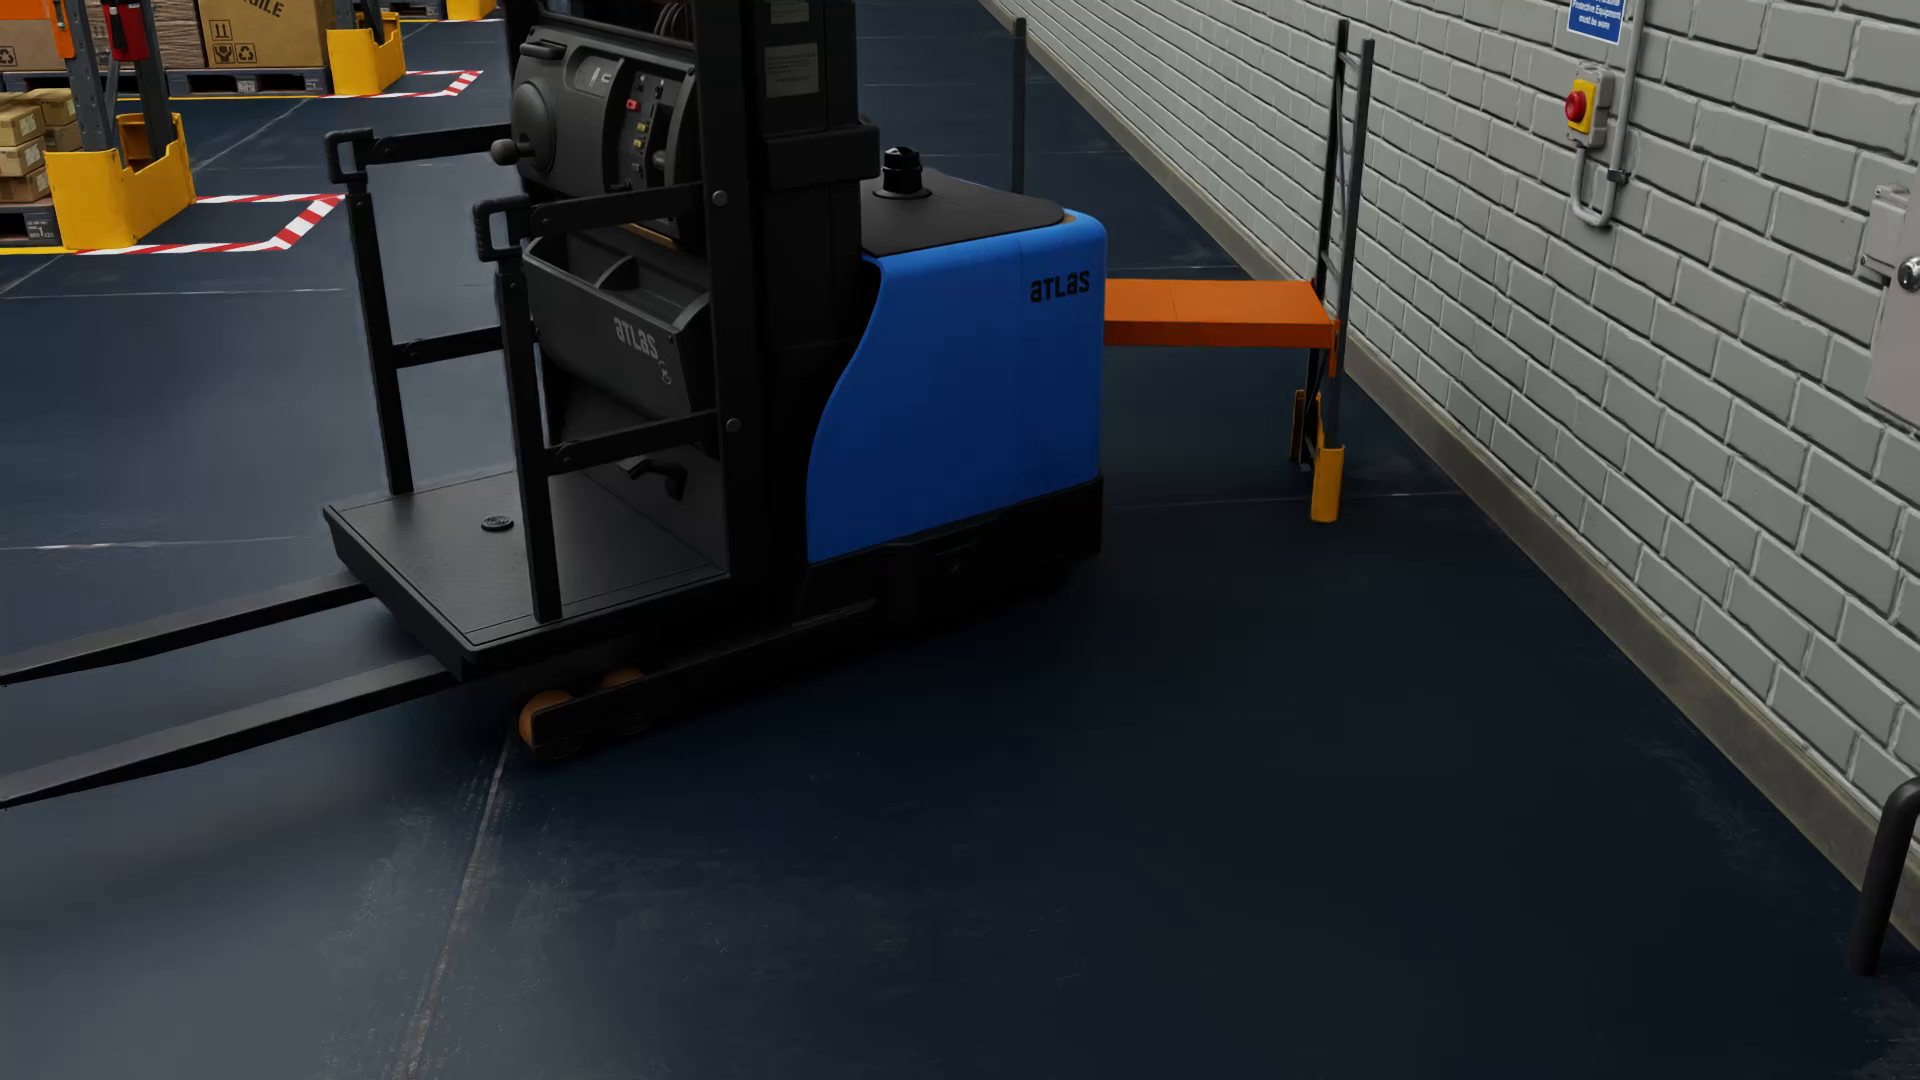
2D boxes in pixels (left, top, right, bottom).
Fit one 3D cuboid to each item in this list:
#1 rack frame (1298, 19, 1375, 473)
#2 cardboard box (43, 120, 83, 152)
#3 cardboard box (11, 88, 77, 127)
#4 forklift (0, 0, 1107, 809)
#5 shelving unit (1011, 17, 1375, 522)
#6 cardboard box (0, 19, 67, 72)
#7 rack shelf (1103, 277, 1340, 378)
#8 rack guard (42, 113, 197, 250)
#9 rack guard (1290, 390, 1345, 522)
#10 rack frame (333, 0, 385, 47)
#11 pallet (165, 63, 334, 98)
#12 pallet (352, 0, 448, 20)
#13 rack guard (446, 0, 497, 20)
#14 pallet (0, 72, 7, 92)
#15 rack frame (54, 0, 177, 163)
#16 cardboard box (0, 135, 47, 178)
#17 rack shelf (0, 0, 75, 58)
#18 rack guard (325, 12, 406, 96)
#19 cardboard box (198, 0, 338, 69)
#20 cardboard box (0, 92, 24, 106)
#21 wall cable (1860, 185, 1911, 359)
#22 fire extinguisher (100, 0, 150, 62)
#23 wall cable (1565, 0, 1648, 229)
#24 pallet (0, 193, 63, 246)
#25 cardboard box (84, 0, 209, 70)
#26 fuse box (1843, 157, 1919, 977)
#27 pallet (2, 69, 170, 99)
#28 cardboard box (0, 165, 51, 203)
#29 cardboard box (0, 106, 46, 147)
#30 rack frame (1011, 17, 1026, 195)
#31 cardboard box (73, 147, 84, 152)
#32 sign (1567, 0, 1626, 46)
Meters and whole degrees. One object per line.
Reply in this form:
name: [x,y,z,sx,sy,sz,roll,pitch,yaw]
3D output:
rack frame: [1.199,-0.863,5.345,0.032,1.500,0.500,1,24,3]
cardboard box: [-5.032,-2.229,9.198,0.250,0.149,0.380,-1,24,-3]
cardboard box: [-5.040,-2.398,9.213,0.250,0.149,0.380,-3,24,-8]
forklift: [-1.059,-1.048,4.000,3.031,2.935,1.130,-17,29,-33]
shelving unit: [0.701,-0.873,5.367,1.083,1.500,0.587,1,24,3]
cardboard box: [-7.292,-4.221,13.152,0.875,0.875,0.875,-2,24,-5]
rack shelf: [0.692,-0.709,5.441,1.000,0.185,0.538,1,24,3]
rack guard: [-4.561,-1.975,9.079,0.348,0.500,1.175,-2,24,-5]
rack guard: [1.198,-0.292,5.599,0.087,0.250,0.587,1,24,3]
rack frame: [-4.872,-5.130,13.098,0.127,3.000,1.000,-2,24,-5]
pallet: [-5.660,-3.792,13.521,1.213,0.211,1.003,-2,24,-5]
pallet: [-6.183,-5.840,18.129,1.213,0.211,1.003,-2,24,-5]
rack guard: [-5.336,-5.995,18.123,0.348,0.500,1.175,-2,24,-5]
pallet: [-8.088,-3.694,13.302,1.213,0.211,1.003,-2,24,-5]
rack frame: [-4.485,-3.121,8.578,0.127,3.000,1.000,-2,24,-5]
cardboard box: [-4.982,-2.009,8.704,0.250,0.149,0.380,-3,24,-7]
rack shelf: [-6.475,-2.712,8.544,4.000,0.370,1.077,-2,24,-5]
rack guard: [-4.848,-3.988,13.607,0.348,0.500,1.175,-2,24,-5]
cardboard box: [-5.501,-4.293,13.314,0.875,0.875,0.875,-2,24,-5]
cardboard box: [-5.302,-2.339,9.079,0.250,0.149,0.380,-2,24,-4]
wall cable: [1.862,-1.250,3.118,0.122,1.984,0.588,-2,24,-5]
fire extinguisher: [-4.189,-2.738,8.272,0.183,0.674,0.296,-2,24,-5]
wall cable: [1.711,-1.837,4.401,0.123,1.953,0.585,-2,24,-5]
pallet: [-5.373,-1.825,9.097,1.213,0.211,1.003,-2,24,-5]
cardboard box: [-6.407,-4.256,13.232,0.875,0.875,0.875,-2,24,-5]
fuse box: [1.772,0.085,2.952,0.414,1.711,0.539,-2,24,-5]
pallet: [-6.871,-3.744,13.414,1.213,0.211,1.003,-2,24,-5]
cardboard box: [-4.988,-1.905,8.835,0.250,0.149,0.380,-2,24,-4]
cardboard box: [-4.987,-2.158,8.673,0.250,0.149,0.380,-2,24,-5]
rack frame: [0.184,-0.883,5.391,0.032,1.500,0.500,1,24,3]
cardboard box: [-5.038,-2.118,9.316,0.250,0.149,0.380,-2,24,-4]
sign: [1.767,-1.504,4.608,0.001,0.218,0.327,-2,24,-5]
